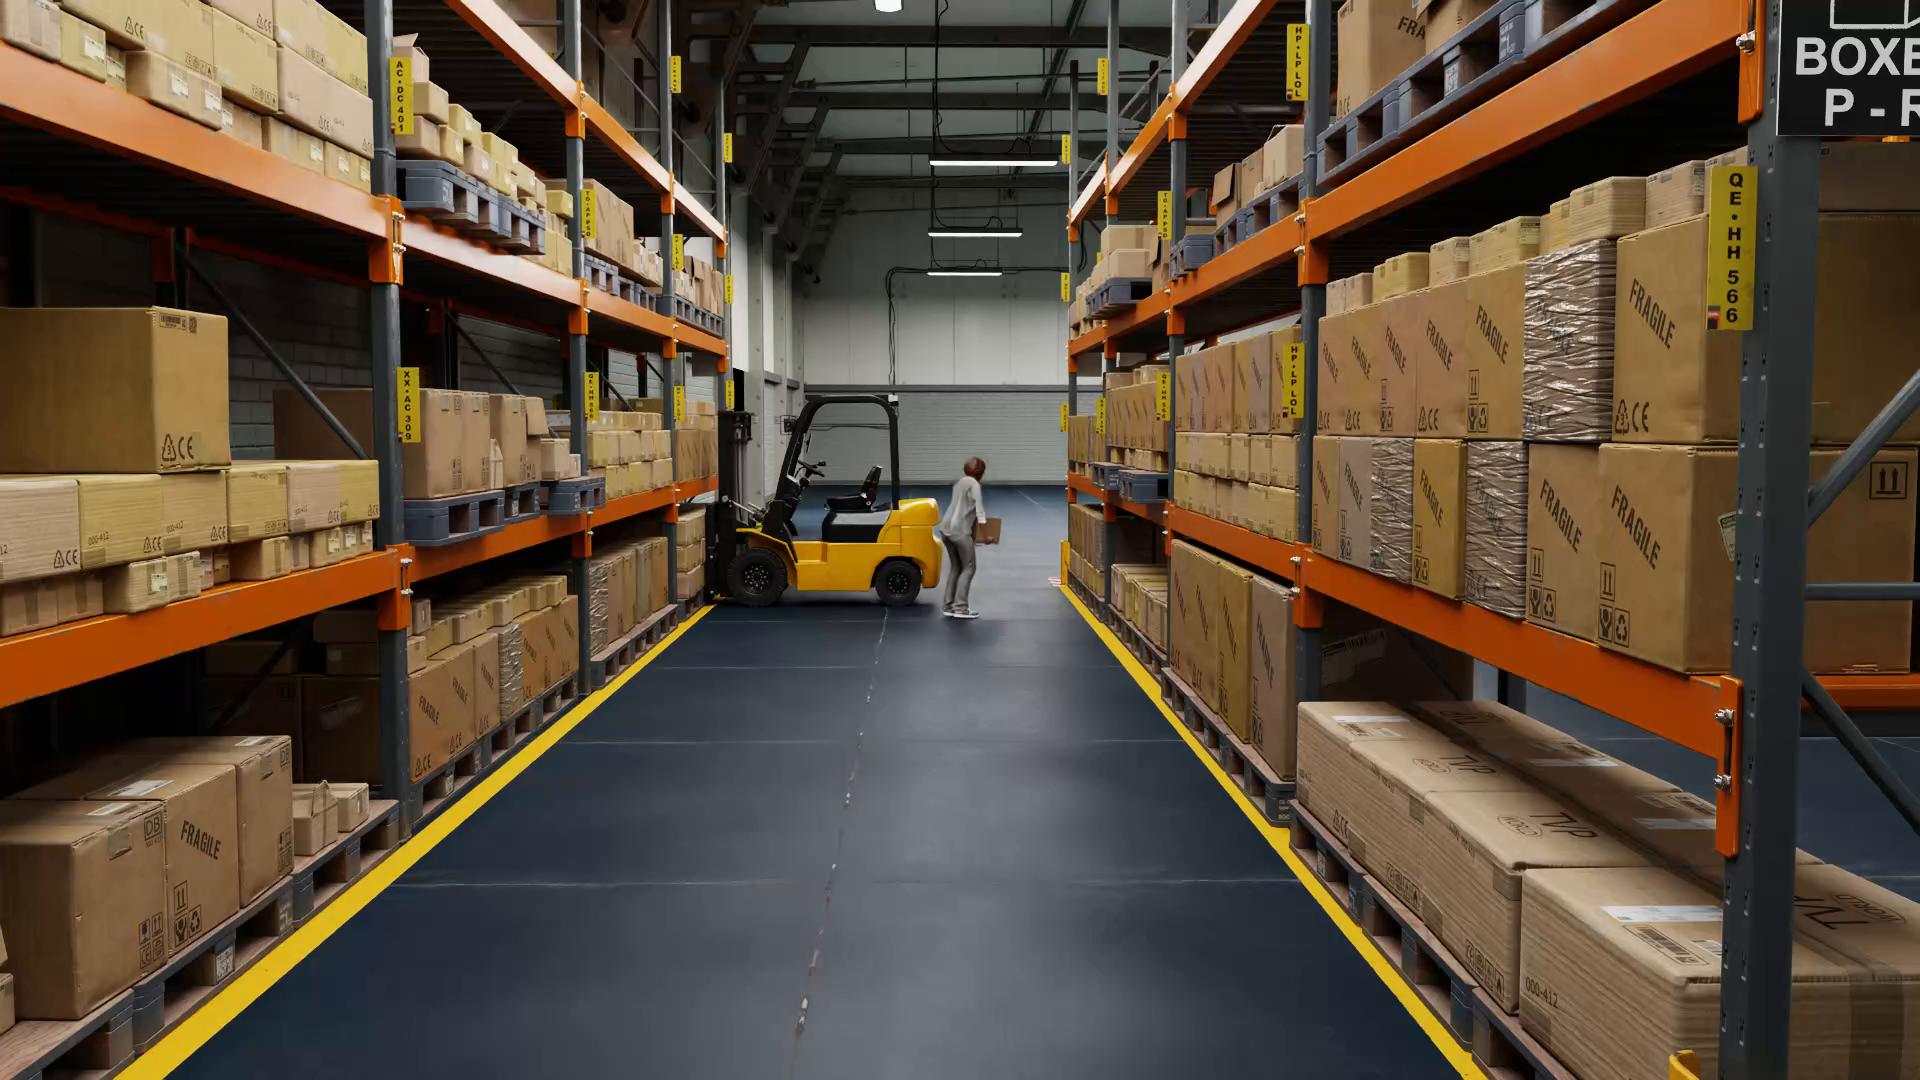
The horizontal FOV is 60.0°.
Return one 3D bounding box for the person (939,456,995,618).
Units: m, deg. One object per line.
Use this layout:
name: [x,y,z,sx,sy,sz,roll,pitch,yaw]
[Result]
person: [0.062,-0.030,16.035,0.533,1.552,0.384,-2,5,-32]
